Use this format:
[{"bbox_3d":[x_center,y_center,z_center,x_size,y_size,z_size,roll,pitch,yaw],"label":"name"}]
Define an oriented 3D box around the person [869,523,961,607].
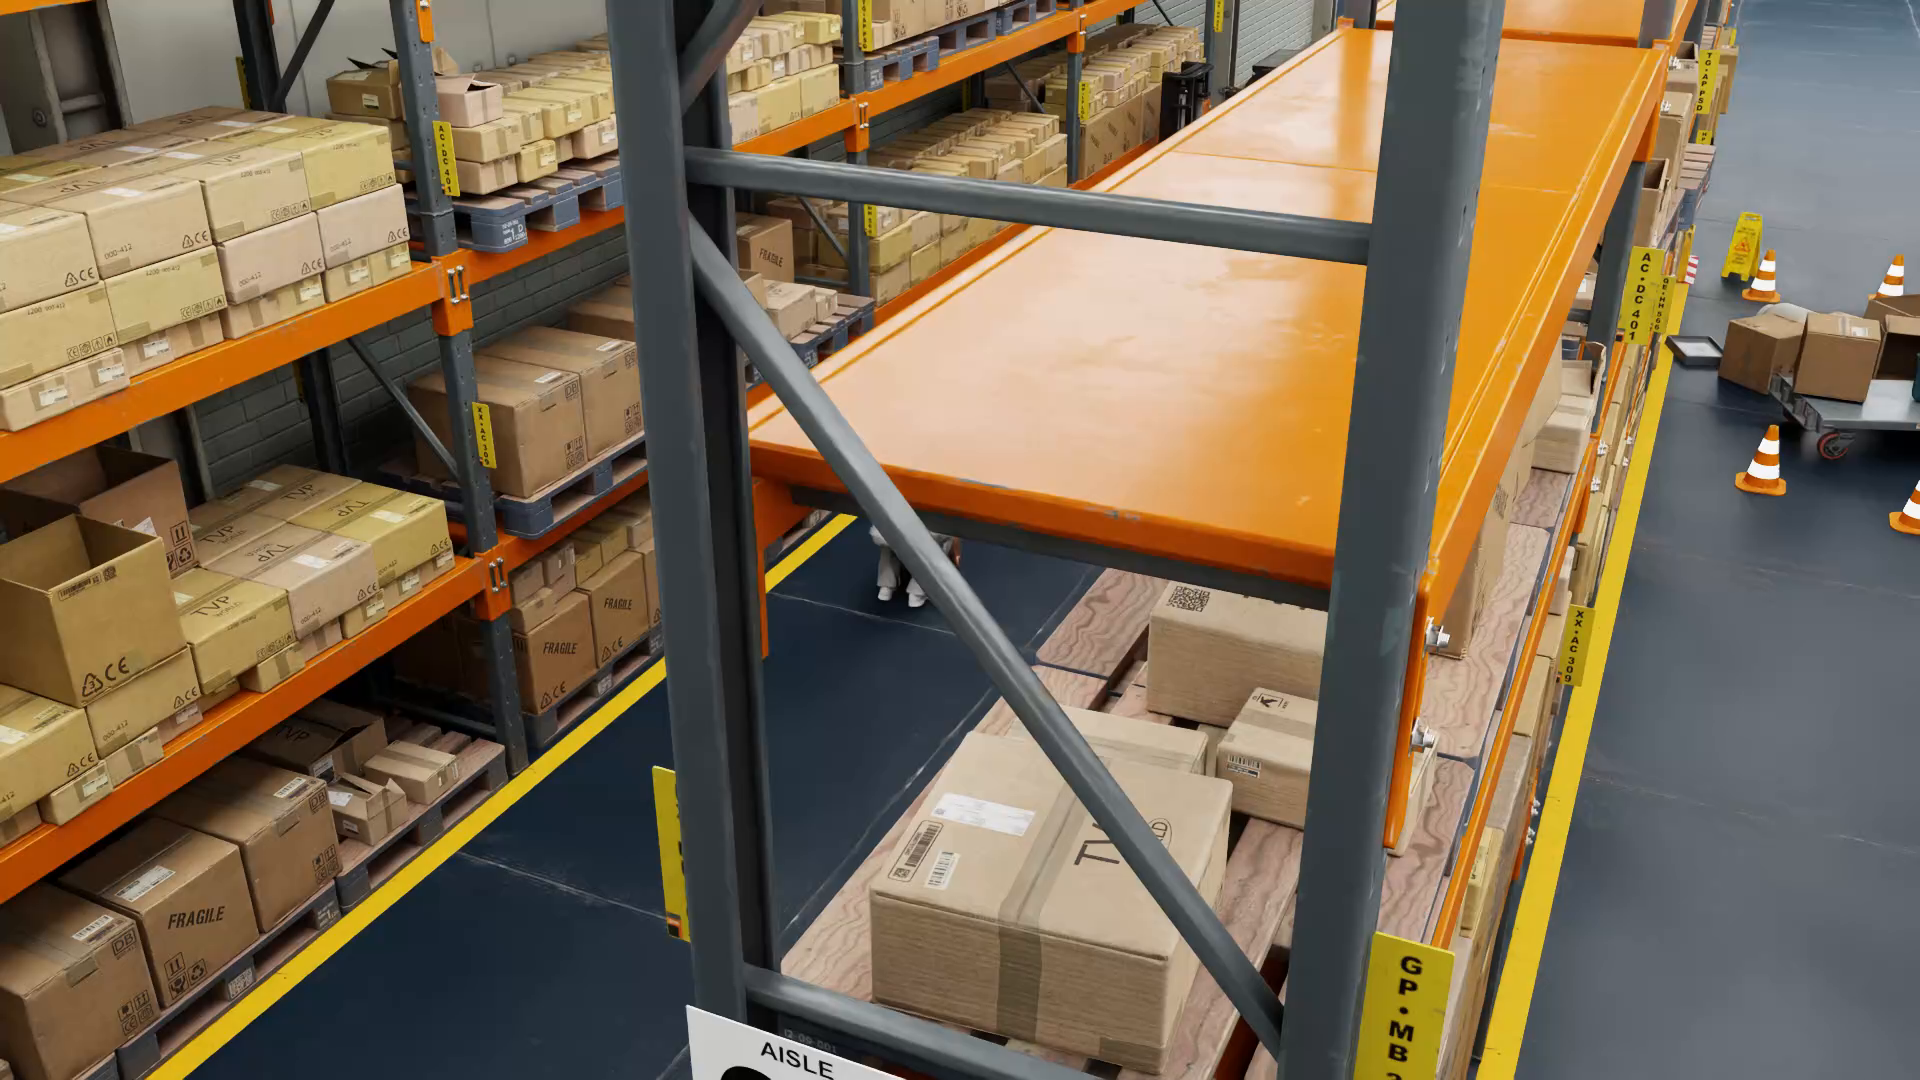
[{"bbox_3d":[-0.282,-0.030,10.577,0.459,0.738,0.867,10,28,20],"label":"person"}]
